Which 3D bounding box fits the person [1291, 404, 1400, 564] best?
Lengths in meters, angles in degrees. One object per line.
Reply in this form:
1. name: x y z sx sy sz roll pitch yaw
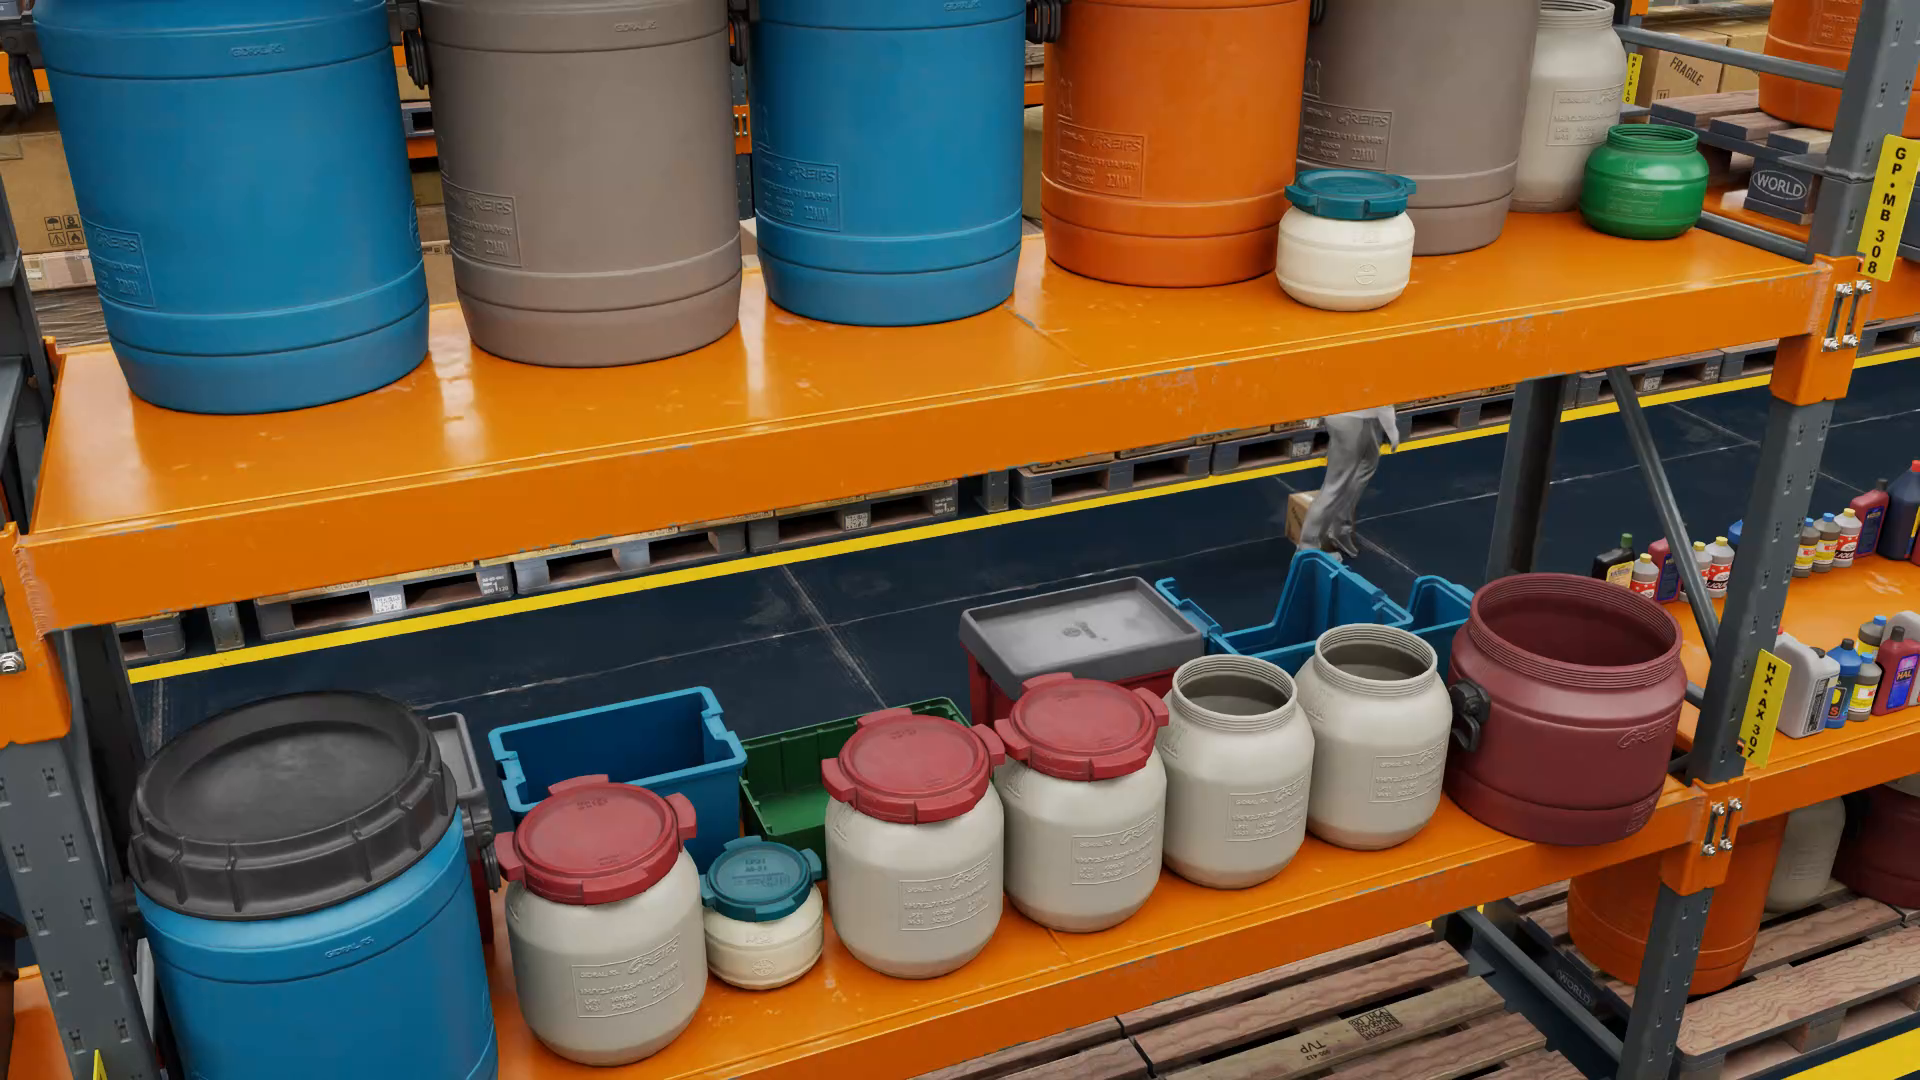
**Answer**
1. person: 1.958 -0.615 8.336 0.506 1.728 0.532 -5 27 -10
